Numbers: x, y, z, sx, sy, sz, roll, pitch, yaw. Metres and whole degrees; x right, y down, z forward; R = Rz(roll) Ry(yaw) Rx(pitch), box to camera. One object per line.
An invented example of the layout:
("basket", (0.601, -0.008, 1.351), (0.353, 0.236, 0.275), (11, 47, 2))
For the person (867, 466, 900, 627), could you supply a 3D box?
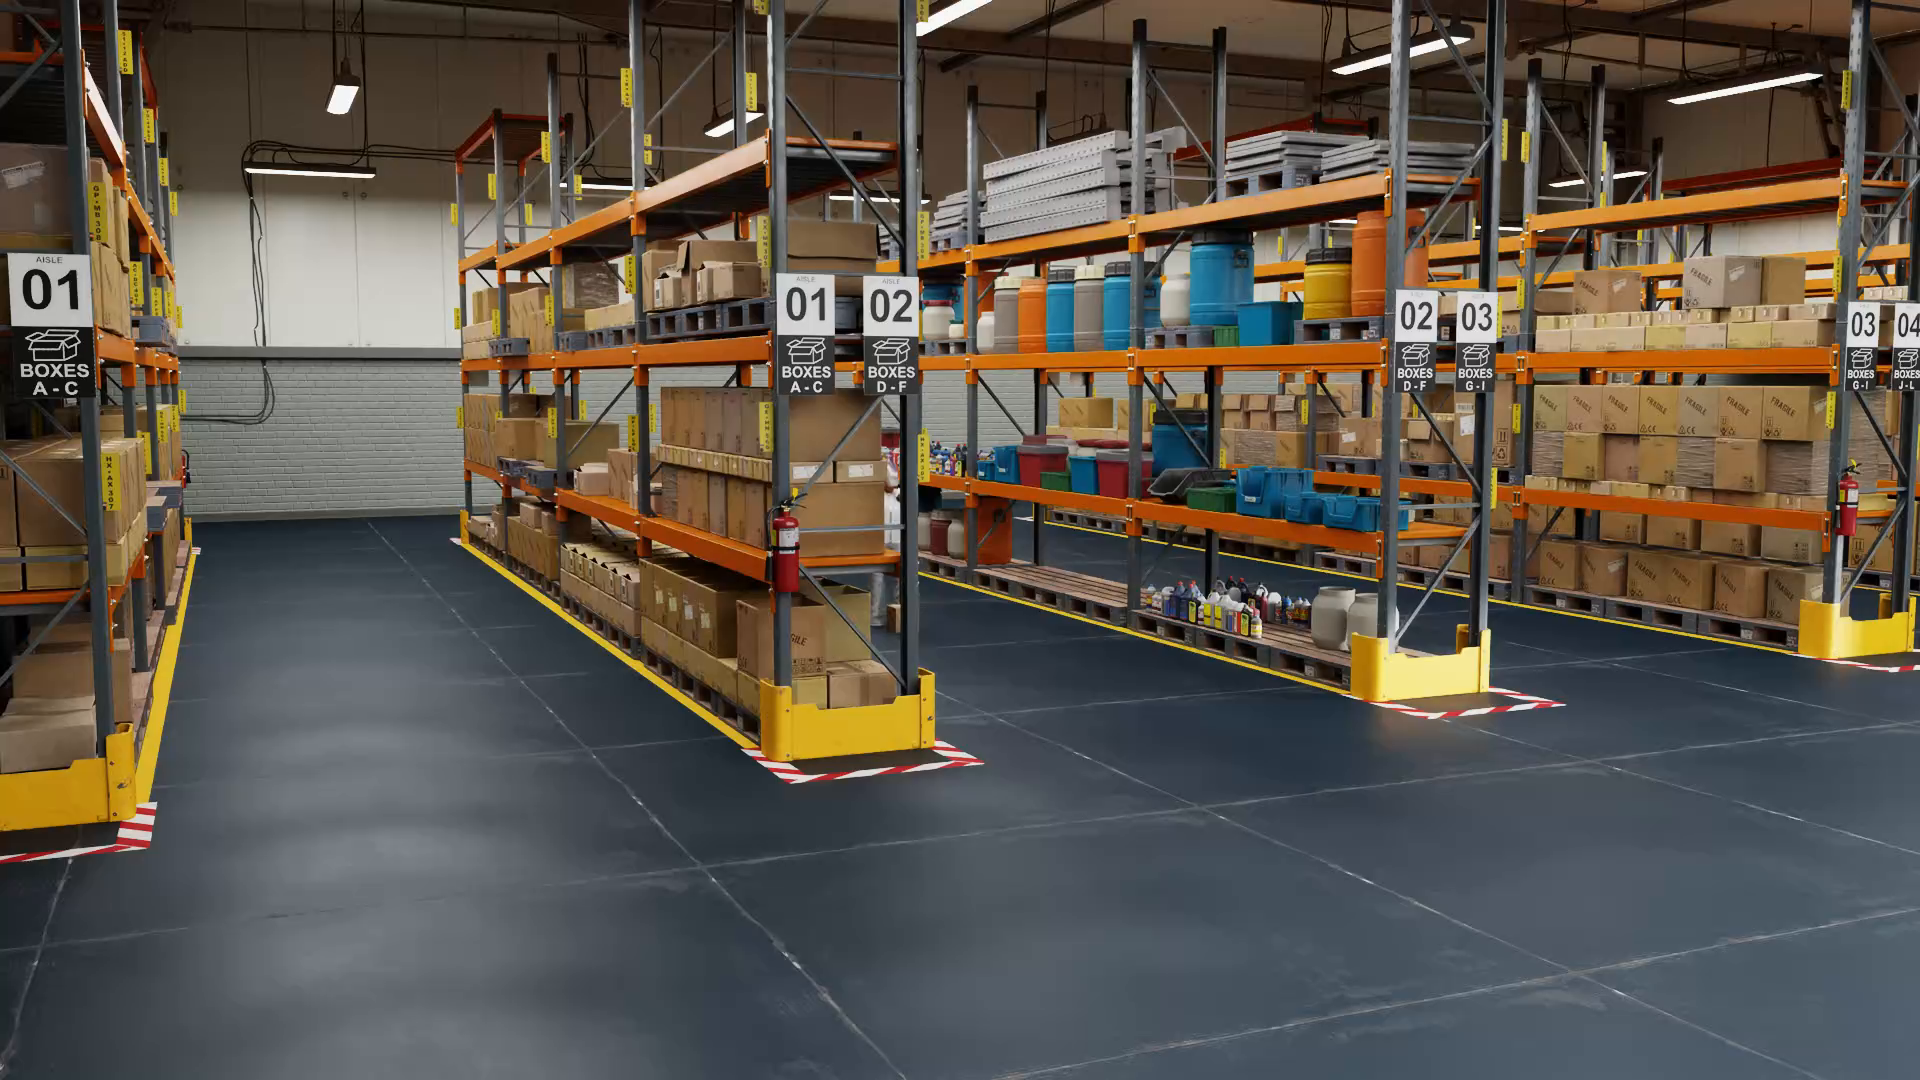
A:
("person", (-0.740, 0.058, 17.073), (0.483, 1.643, 0.429), (-2, 6, -22))
